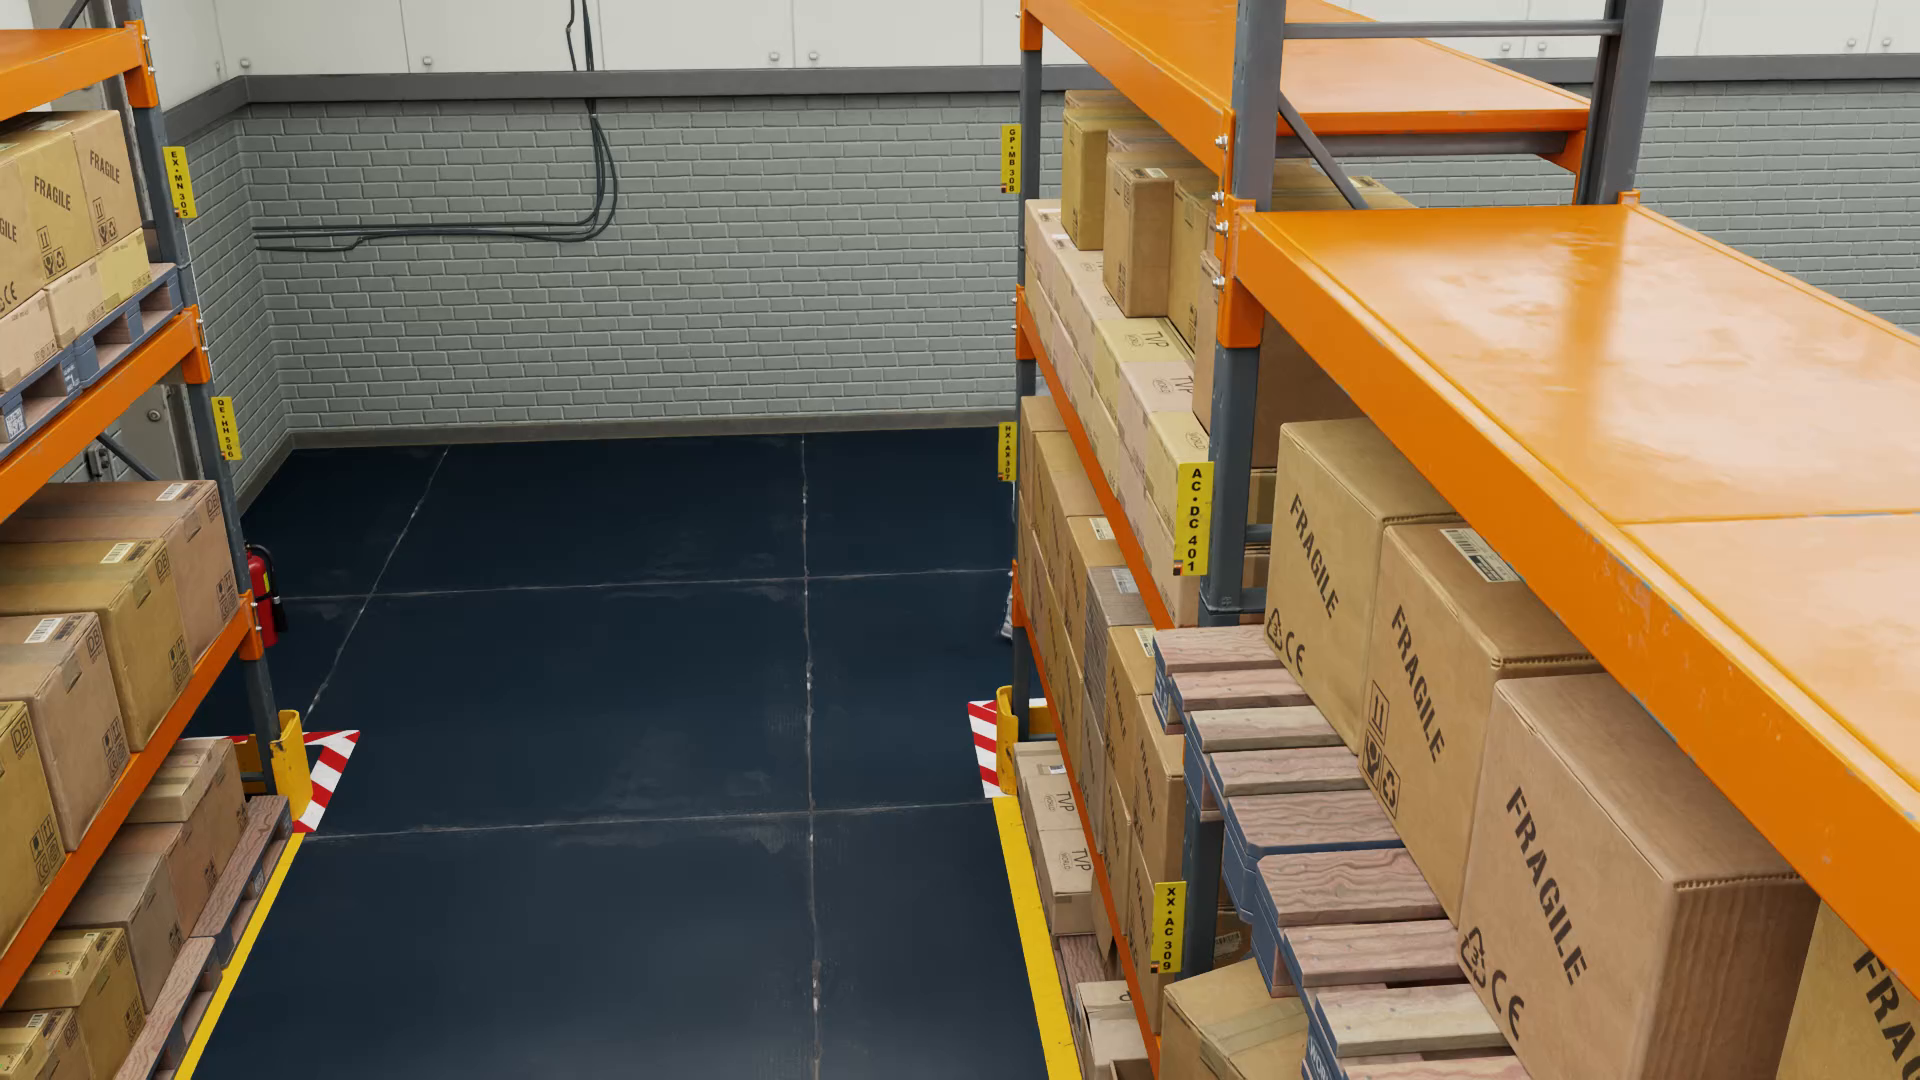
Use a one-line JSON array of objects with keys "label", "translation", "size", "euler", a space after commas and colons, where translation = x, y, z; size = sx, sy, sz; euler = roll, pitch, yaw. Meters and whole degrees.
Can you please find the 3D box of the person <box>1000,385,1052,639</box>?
[{"label": "person", "translation": [0.524, -0.191, 10.680], "size": [0.639, 1.664, 0.522], "euler": [-9, 25, -20]}]
